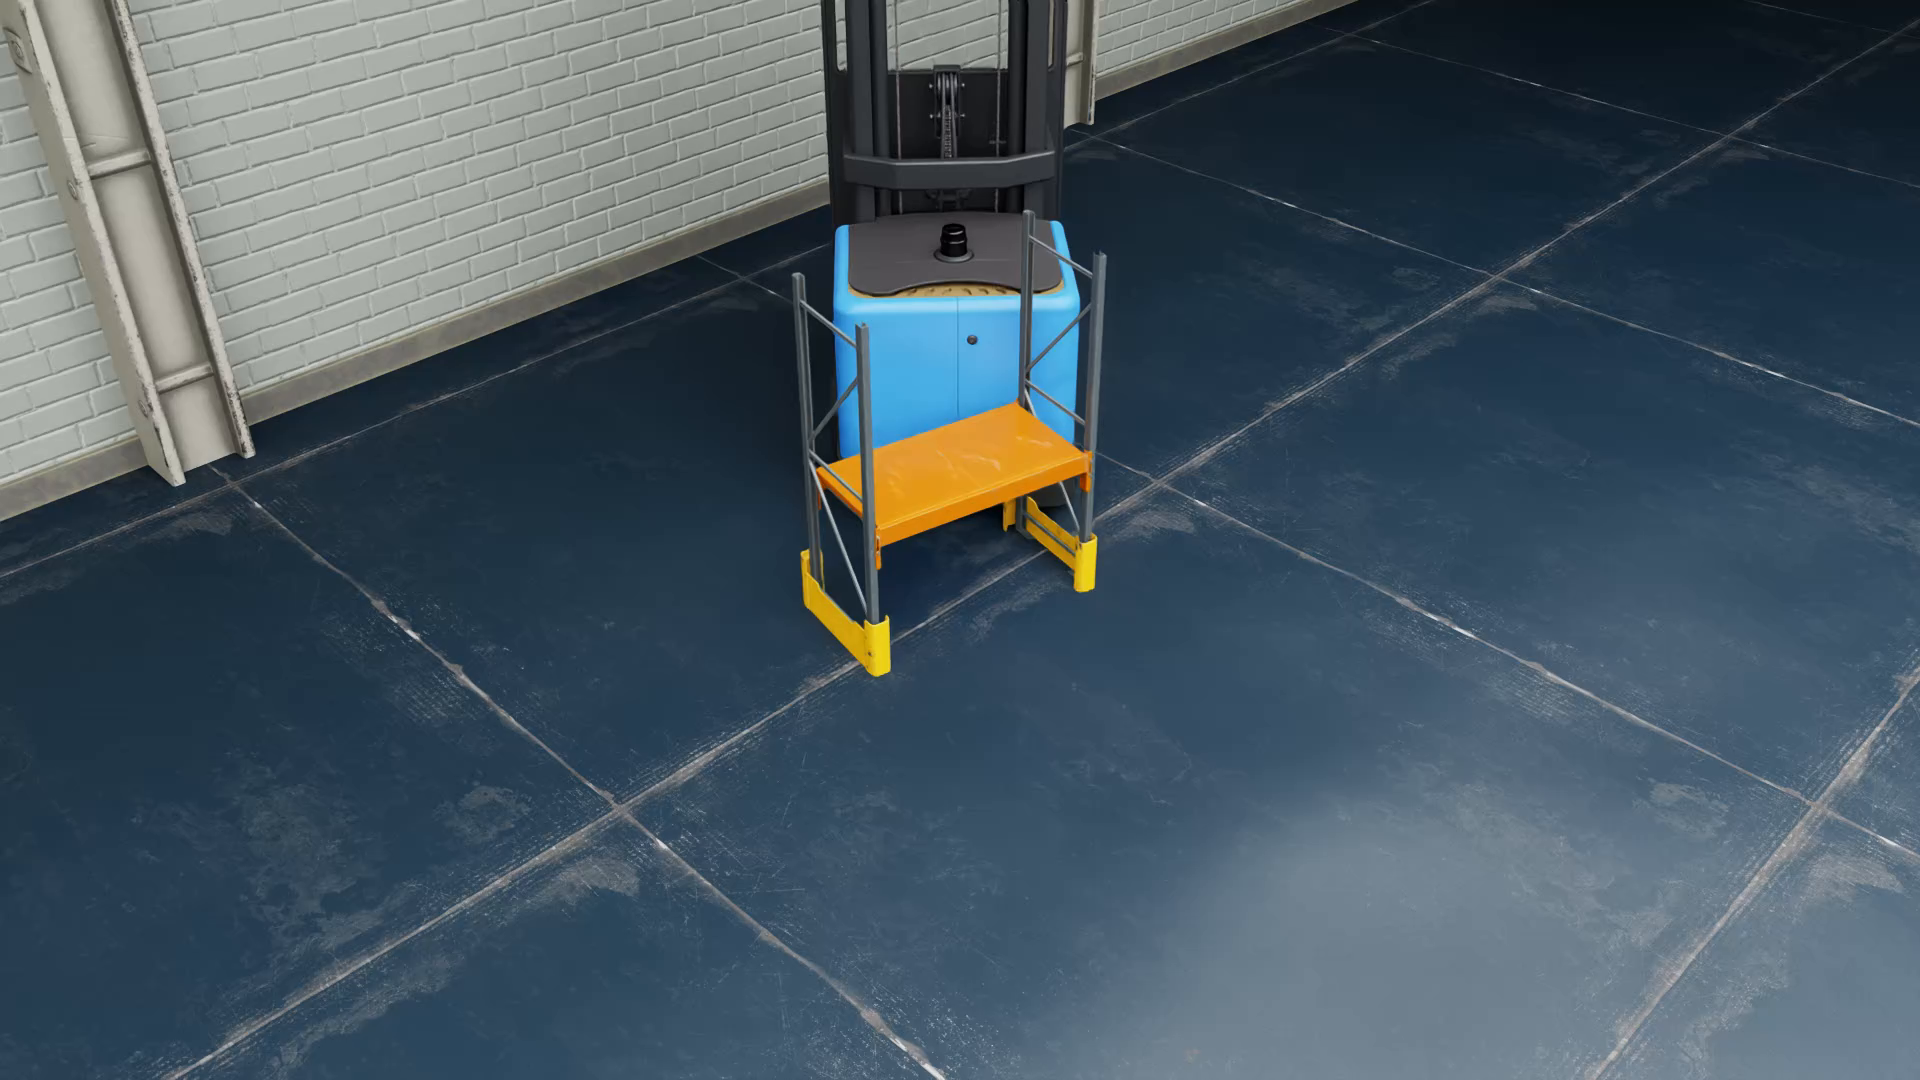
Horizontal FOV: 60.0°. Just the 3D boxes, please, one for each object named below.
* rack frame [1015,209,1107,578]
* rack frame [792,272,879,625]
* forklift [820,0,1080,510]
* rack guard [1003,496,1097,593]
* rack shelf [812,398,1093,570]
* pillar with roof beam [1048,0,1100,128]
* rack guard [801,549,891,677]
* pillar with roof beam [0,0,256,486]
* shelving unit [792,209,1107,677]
[{"bbox_3d":[0.392,-0.548,6.725,0.032,1.500,0.500,-20,40,-27],"label":"rack frame"},{"bbox_3d":[-0.460,-0.230,6.269,0.032,1.500,0.500,-20,40,-27],"label":"rack frame"},{"bbox_3d":[-0.081,-2.143,7.761,1.130,2.935,3.031,-2,35,-2],"label":"forklift"},{"bbox_3d":[0.376,-0.029,7.073,0.087,0.250,0.587,-20,40,-27],"label":"rack guard"},{"bbox_3d":[-0.034,-0.242,6.600,1.000,0.185,0.538,-20,40,-27],"label":"rack shelf"},{"bbox_3d":[3.723,-4.777,6.233,9.100,9.000,0.400,30,45,35],"label":"pillar with roof beam"},{"bbox_3d":[-0.459,0.282,6.627,0.087,0.250,0.587,-20,40,-27],"label":"rack guard"},{"bbox_3d":[-0.505,-2.341,2.740,9.100,9.000,0.400,30,45,35],"label":"pillar with roof beam"},{"bbox_3d":[-0.041,-0.386,6.493,1.083,1.500,0.587,-20,40,-27],"label":"shelving unit"}]
